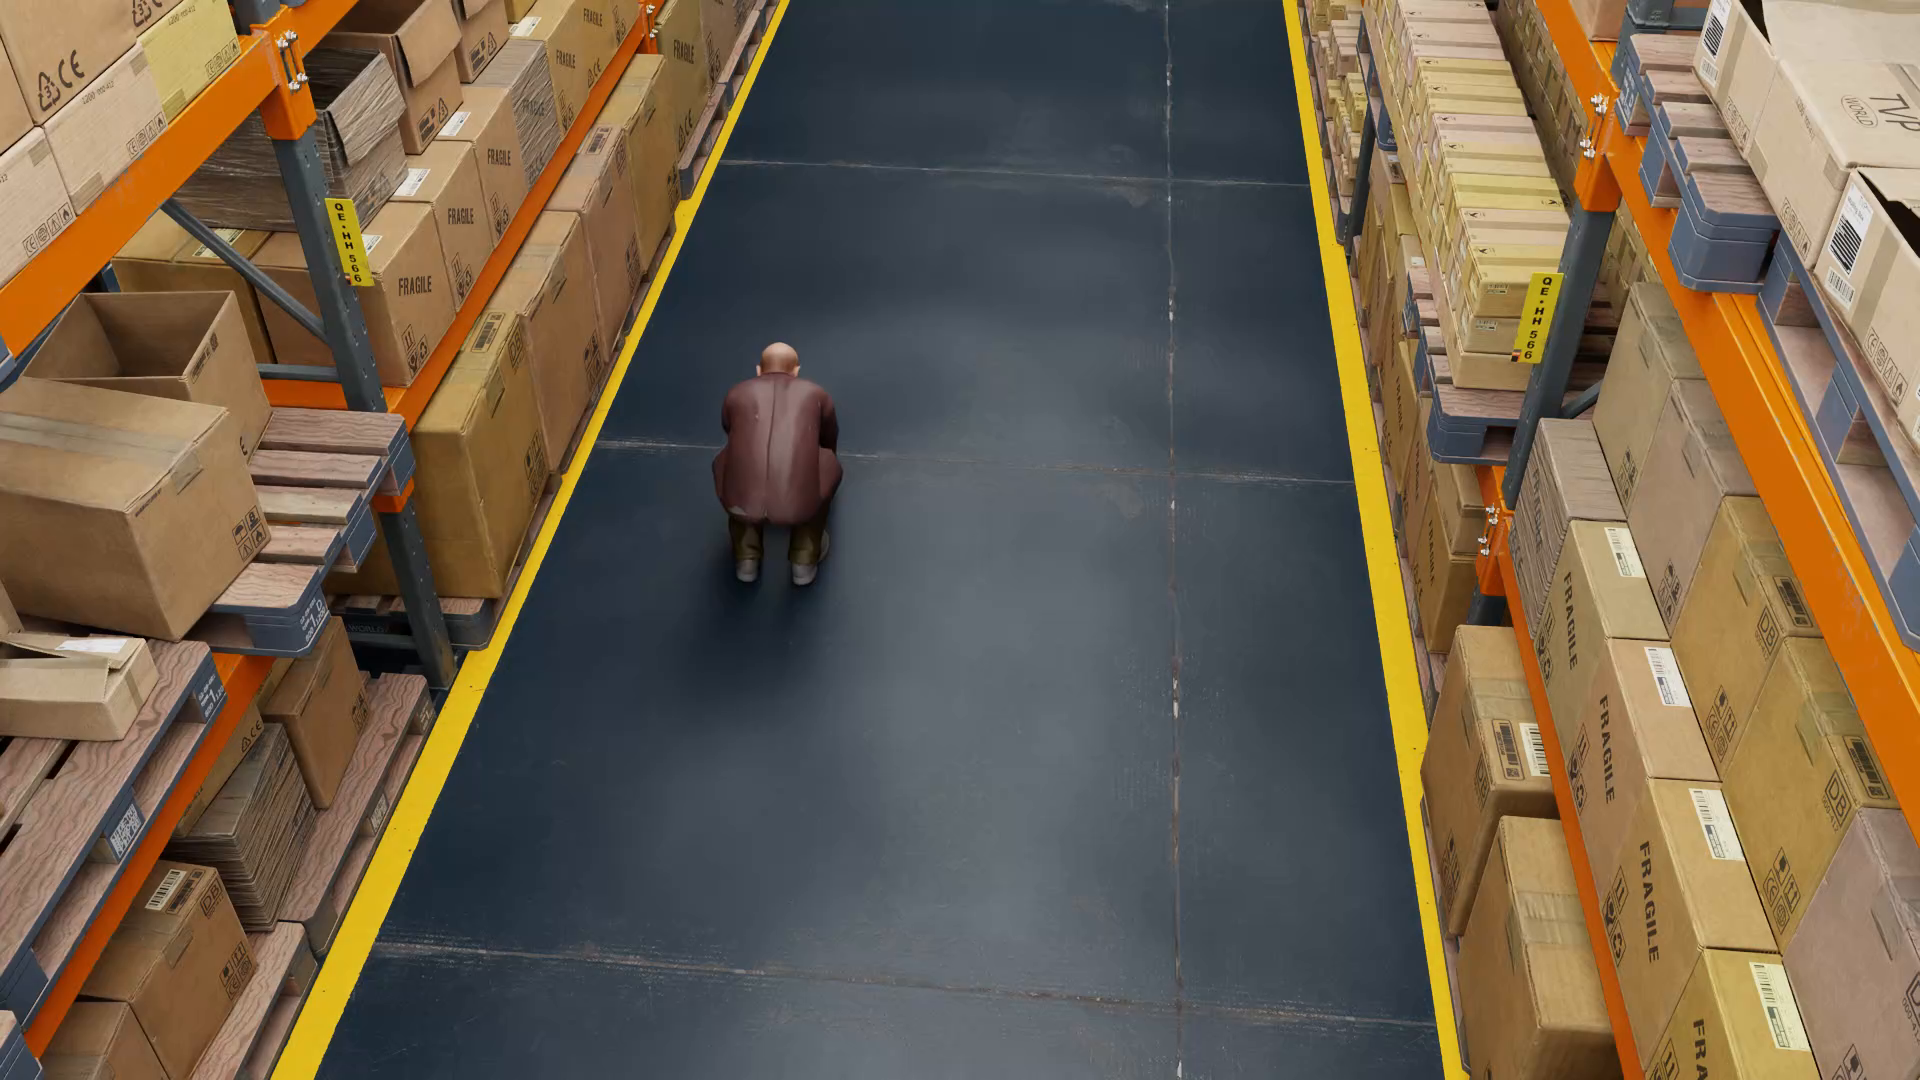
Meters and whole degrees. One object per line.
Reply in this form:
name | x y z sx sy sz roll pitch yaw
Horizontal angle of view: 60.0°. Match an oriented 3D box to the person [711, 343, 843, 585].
person | -0.790 -0.311 7.346 0.577 0.806 0.945 2 40 3
